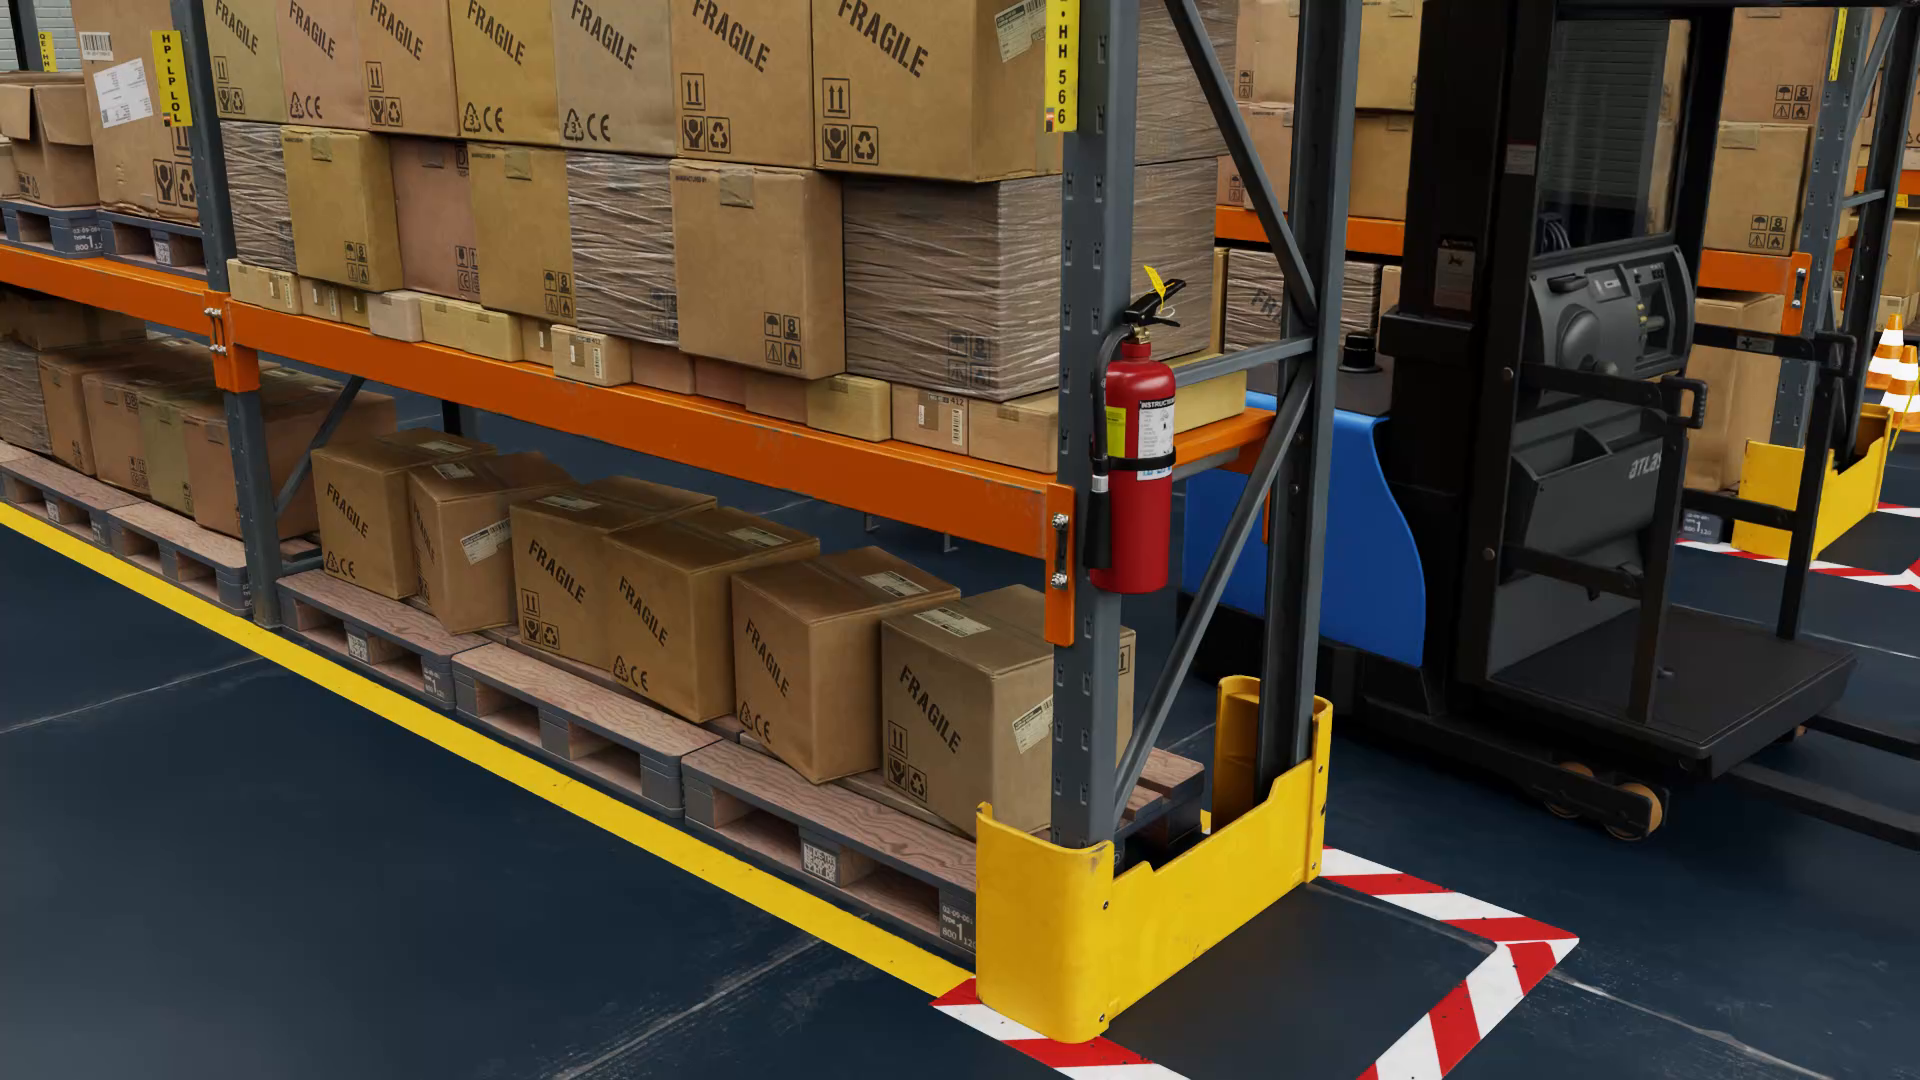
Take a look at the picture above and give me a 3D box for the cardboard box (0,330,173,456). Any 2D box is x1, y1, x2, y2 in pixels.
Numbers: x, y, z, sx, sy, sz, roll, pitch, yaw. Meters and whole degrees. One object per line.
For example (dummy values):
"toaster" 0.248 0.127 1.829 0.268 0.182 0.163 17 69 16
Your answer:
"cardboard box" -4.460 -0.779 8.513 0.500 0.500 0.700 13 22 35

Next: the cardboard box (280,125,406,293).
"cardboard box" -1.760 -1.173 5.692 0.500 0.500 0.875 15 23 39

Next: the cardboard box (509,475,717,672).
"cardboard box" -1.184 0.105 5.761 0.500 0.500 0.500 13 22 34

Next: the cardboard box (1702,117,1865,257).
"cardboard box" 3.646 -1.631 7.543 0.550 0.550 0.875 15 23 39

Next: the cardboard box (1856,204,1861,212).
"cardboard box" 6.331 -2.215 12.245 0.500 0.500 0.500 14 22 37

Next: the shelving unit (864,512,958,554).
"shelving unit" -0.124 -1.034 7.399 0.503 2.100 0.431 15 23 39

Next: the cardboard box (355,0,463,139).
"cardboard box" -1.490 -1.514 5.113 0.500 0.500 0.500 15 23 39

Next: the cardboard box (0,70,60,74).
"cardboard box" -4.968 -2.148 8.561 0.500 0.500 0.500 12 21 33

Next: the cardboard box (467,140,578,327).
"cardboard box" -0.973 -0.986 5.102 0.500 0.500 0.875 15 23 39

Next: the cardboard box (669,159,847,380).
"cardboard box" -0.261 -0.772 4.430 0.500 0.500 0.875 15 23 39

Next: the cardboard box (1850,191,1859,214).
"cardboard box" 6.072 -2.352 11.603 0.250 0.149 0.380 16 24 41

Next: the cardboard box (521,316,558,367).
"cardboard box" -1.097 -0.627 5.044 0.250 0.149 0.380 15 23 39

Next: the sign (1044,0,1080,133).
"sign" 0.202 -0.974 3.286 0.005 0.325 0.100 15 23 39

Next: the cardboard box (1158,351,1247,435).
"cardboard box" 0.530 -0.385 4.280 0.250 0.149 0.380 15 23 39

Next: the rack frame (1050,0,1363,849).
"rack frame" 0.585 -0.393 3.891 0.127 3.000 1.000 15 23 39

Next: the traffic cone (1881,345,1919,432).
"traffic cone" 5.503 -0.901 9.686 0.334 0.463 0.336 15 23 39

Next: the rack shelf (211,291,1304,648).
"rack shelf" -0.911 -0.452 5.266 4.000 0.370 1.077 15 23 39

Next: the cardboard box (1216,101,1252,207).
"cardboard box" 1.672 -2.193 9.315 0.550 0.550 0.875 15 23 39

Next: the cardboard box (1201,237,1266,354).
"cardboard box" 1.385 -1.343 9.704 0.875 0.875 0.875 15 23 40

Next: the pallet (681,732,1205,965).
"pallet" -0.056 0.750 4.901 1.213 0.211 1.003 15 23 39

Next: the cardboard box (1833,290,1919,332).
"cardboard box" 6.362 -1.631 11.644 0.500 0.250 0.500 15 23 39

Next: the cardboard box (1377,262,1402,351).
"cardboard box" 2.743 -0.980 8.559 0.875 0.875 0.875 15 23 38

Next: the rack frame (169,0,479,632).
"rack frame" -2.406 -1.196 6.422 0.127 3.000 1.000 15 23 39

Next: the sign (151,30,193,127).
"sign" -2.772 -1.622 5.849 0.005 0.325 0.100 15 23 39

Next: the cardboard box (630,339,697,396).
"cardboard box" -0.711 -0.531 4.742 0.250 0.149 0.380 15 23 39

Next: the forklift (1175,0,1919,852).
"forklift" 2.145 -0.694 4.952 1.130 2.935 3.031 -15 23 -39

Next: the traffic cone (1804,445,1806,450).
"traffic cone" 4.499 -0.714 9.096 0.334 0.463 0.336 15 23 39

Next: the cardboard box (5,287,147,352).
"cardboard box" -4.474 -1.143 8.420 0.500 0.250 0.500 -15 23 -40

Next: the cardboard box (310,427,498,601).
"cardboard box" -2.134 -0.116 6.455 0.500 0.500 0.500 14 22 38

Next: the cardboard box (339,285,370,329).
"cardboard box" -1.868 -0.820 5.652 0.250 0.149 0.380 15 23 39

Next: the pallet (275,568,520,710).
"pallet" -1.881 0.260 6.444 1.213 0.211 1.003 15 23 39

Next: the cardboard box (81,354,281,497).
"cardboard box" -3.614 -0.555 7.806 0.500 0.500 0.700 13 22 35

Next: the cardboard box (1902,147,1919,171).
"cardboard box" 6.478 -2.568 11.160 0.250 0.149 0.380 15 23 39

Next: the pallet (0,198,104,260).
"pallet" -3.890 -1.520 7.759 1.213 0.211 1.003 15 23 39

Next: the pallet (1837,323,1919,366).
"pallet" 6.522 -1.492 11.965 1.213 0.211 1.003 15 23 39

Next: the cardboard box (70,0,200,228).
"cardboard box" -2.908 -1.874 6.870 1.000 1.000 1.000 15 23 40

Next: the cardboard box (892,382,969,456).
"cardboard box" 0.049 -0.334 4.121 0.250 0.149 0.380 15 23 39

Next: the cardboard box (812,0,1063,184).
"cardboard box" 0.010 -1.114 3.852 0.500 0.500 0.500 15 23 39

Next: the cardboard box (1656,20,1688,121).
"cardboard box" 3.229 -2.254 7.722 0.550 0.550 0.875 15 23 39

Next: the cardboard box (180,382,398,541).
"cardboard box" -2.851 -0.343 7.138 0.500 0.500 0.700 13 22 35

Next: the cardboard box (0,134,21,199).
"cardboard box" -4.297 -1.739 7.688 0.500 0.250 0.500 14 22 38

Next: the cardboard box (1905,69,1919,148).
"cardboard box" 6.574 -2.871 11.043 0.500 0.500 0.500 15 23 38

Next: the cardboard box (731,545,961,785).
"cardboard box" -0.340 0.357 4.967 0.500 0.500 0.500 -11 21 -31

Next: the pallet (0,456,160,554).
"pallet" -3.906 -0.268 8.107 1.213 0.211 1.003 15 23 39

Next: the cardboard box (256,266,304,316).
"cardboard box" -2.267 -0.912 5.942 0.250 0.149 0.380 15 23 39

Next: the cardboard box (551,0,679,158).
"cardboard box" -0.740 -1.314 4.482 0.500 0.500 0.500 15 23 39

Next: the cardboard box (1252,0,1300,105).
"cardboard box" 2.016 -2.579 8.746 0.550 0.550 0.875 15 23 39

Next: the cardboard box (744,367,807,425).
"cardboard box" -0.349 -0.426 4.412 0.250 0.149 0.380 15 23 39

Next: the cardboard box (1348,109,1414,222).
"cardboard box" 2.460 -1.974 8.625 0.500 0.550 0.875 15 23 39

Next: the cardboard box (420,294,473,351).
"cardboard box" -1.494 -0.720 5.336 0.250 0.149 0.380 15 23 39

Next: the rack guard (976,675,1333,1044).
"rack guard" 0.529 0.783 4.318 0.348 0.500 1.175 15 23 39

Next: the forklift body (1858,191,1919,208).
"forklift body" 7.826 -3.322 14.525 1.214 2.155 2.313 15 23 39

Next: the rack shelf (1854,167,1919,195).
"rack shelf" 5.667 -2.694 12.330 4.000 0.370 1.077 15 23 39

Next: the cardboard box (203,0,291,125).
"cardboard box" -2.239 -1.714 5.745 0.500 0.500 0.500 15 23 39

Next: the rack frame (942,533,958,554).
"rack frame" 0.059 -0.985 7.244 0.015 2.100 0.400 15 23 39
